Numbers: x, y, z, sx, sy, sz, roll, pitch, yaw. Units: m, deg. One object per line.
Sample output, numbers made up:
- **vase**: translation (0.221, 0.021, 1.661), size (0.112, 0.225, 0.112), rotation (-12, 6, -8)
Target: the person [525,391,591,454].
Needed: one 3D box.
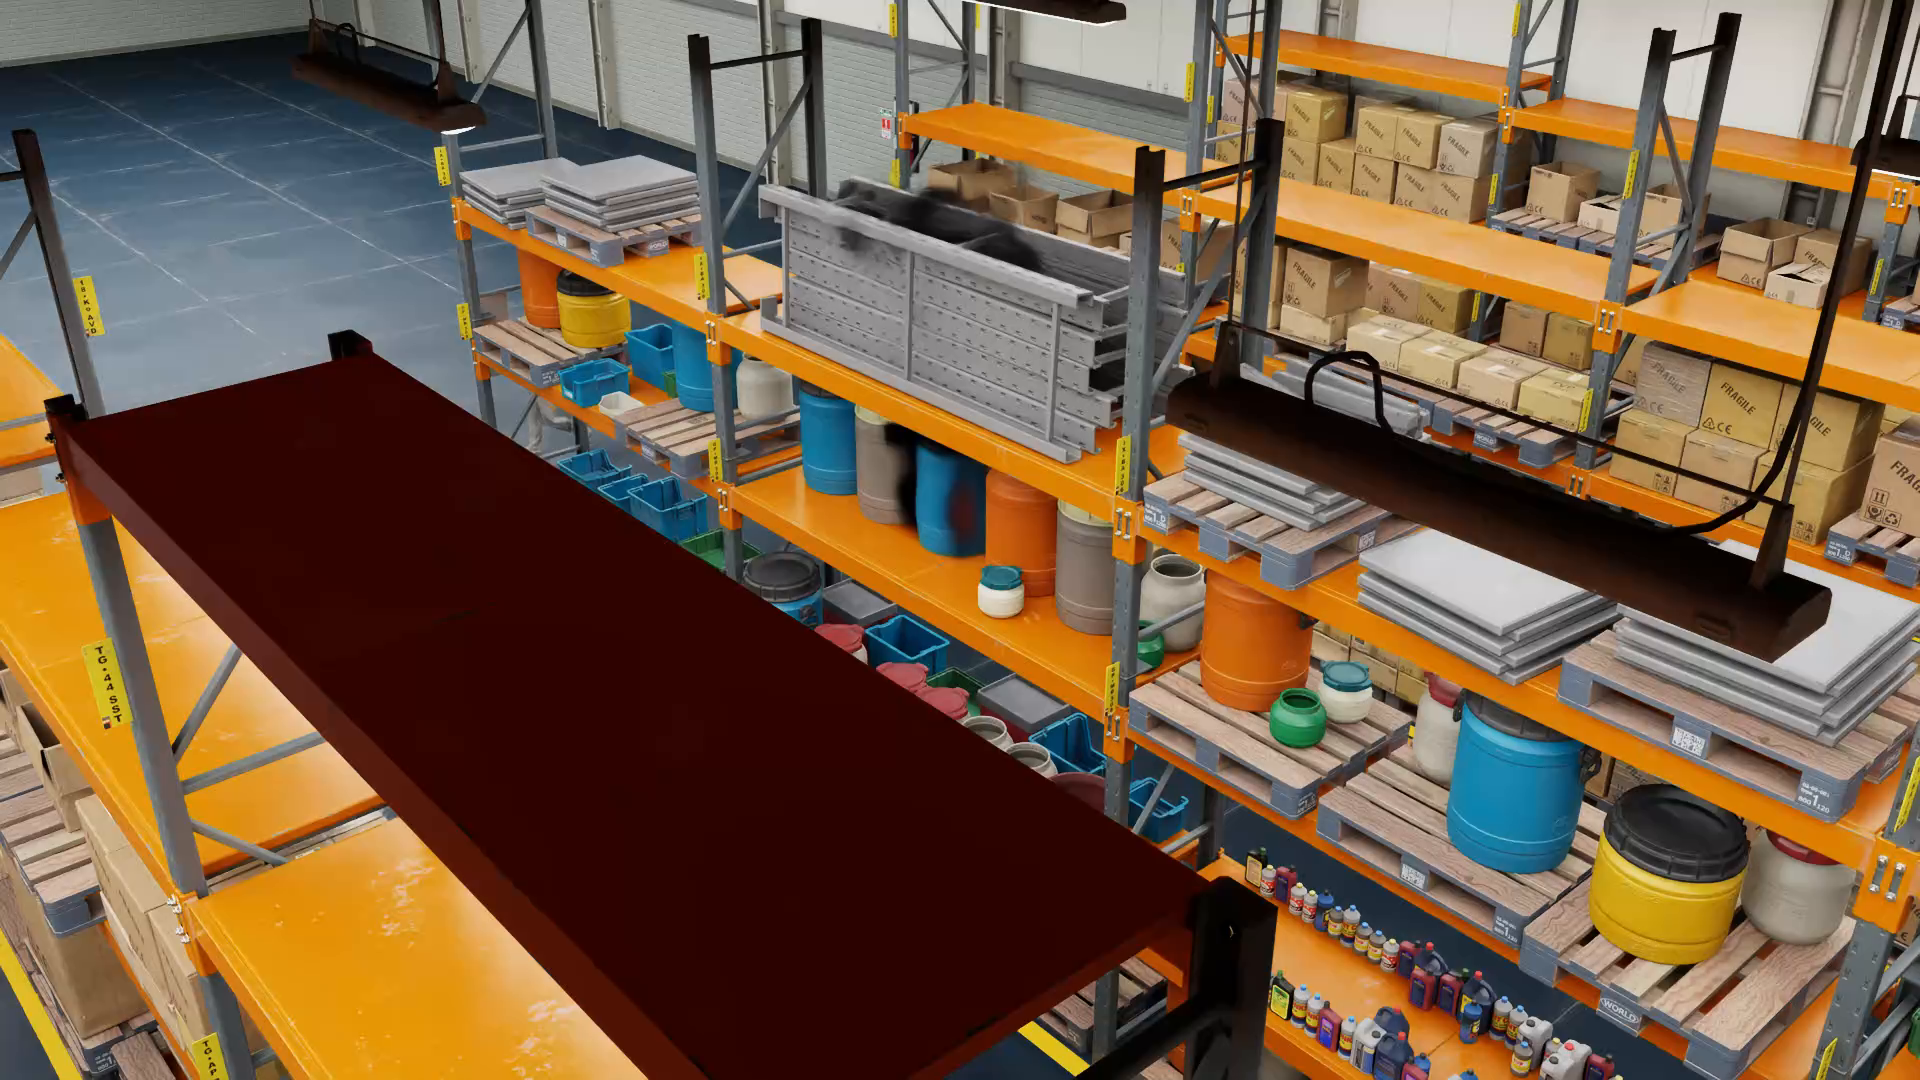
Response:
- **person**: translation (-4.776, -1.775, 19.195), size (0.866, 1.669, 0.624), rotation (-6, 27, -11)
